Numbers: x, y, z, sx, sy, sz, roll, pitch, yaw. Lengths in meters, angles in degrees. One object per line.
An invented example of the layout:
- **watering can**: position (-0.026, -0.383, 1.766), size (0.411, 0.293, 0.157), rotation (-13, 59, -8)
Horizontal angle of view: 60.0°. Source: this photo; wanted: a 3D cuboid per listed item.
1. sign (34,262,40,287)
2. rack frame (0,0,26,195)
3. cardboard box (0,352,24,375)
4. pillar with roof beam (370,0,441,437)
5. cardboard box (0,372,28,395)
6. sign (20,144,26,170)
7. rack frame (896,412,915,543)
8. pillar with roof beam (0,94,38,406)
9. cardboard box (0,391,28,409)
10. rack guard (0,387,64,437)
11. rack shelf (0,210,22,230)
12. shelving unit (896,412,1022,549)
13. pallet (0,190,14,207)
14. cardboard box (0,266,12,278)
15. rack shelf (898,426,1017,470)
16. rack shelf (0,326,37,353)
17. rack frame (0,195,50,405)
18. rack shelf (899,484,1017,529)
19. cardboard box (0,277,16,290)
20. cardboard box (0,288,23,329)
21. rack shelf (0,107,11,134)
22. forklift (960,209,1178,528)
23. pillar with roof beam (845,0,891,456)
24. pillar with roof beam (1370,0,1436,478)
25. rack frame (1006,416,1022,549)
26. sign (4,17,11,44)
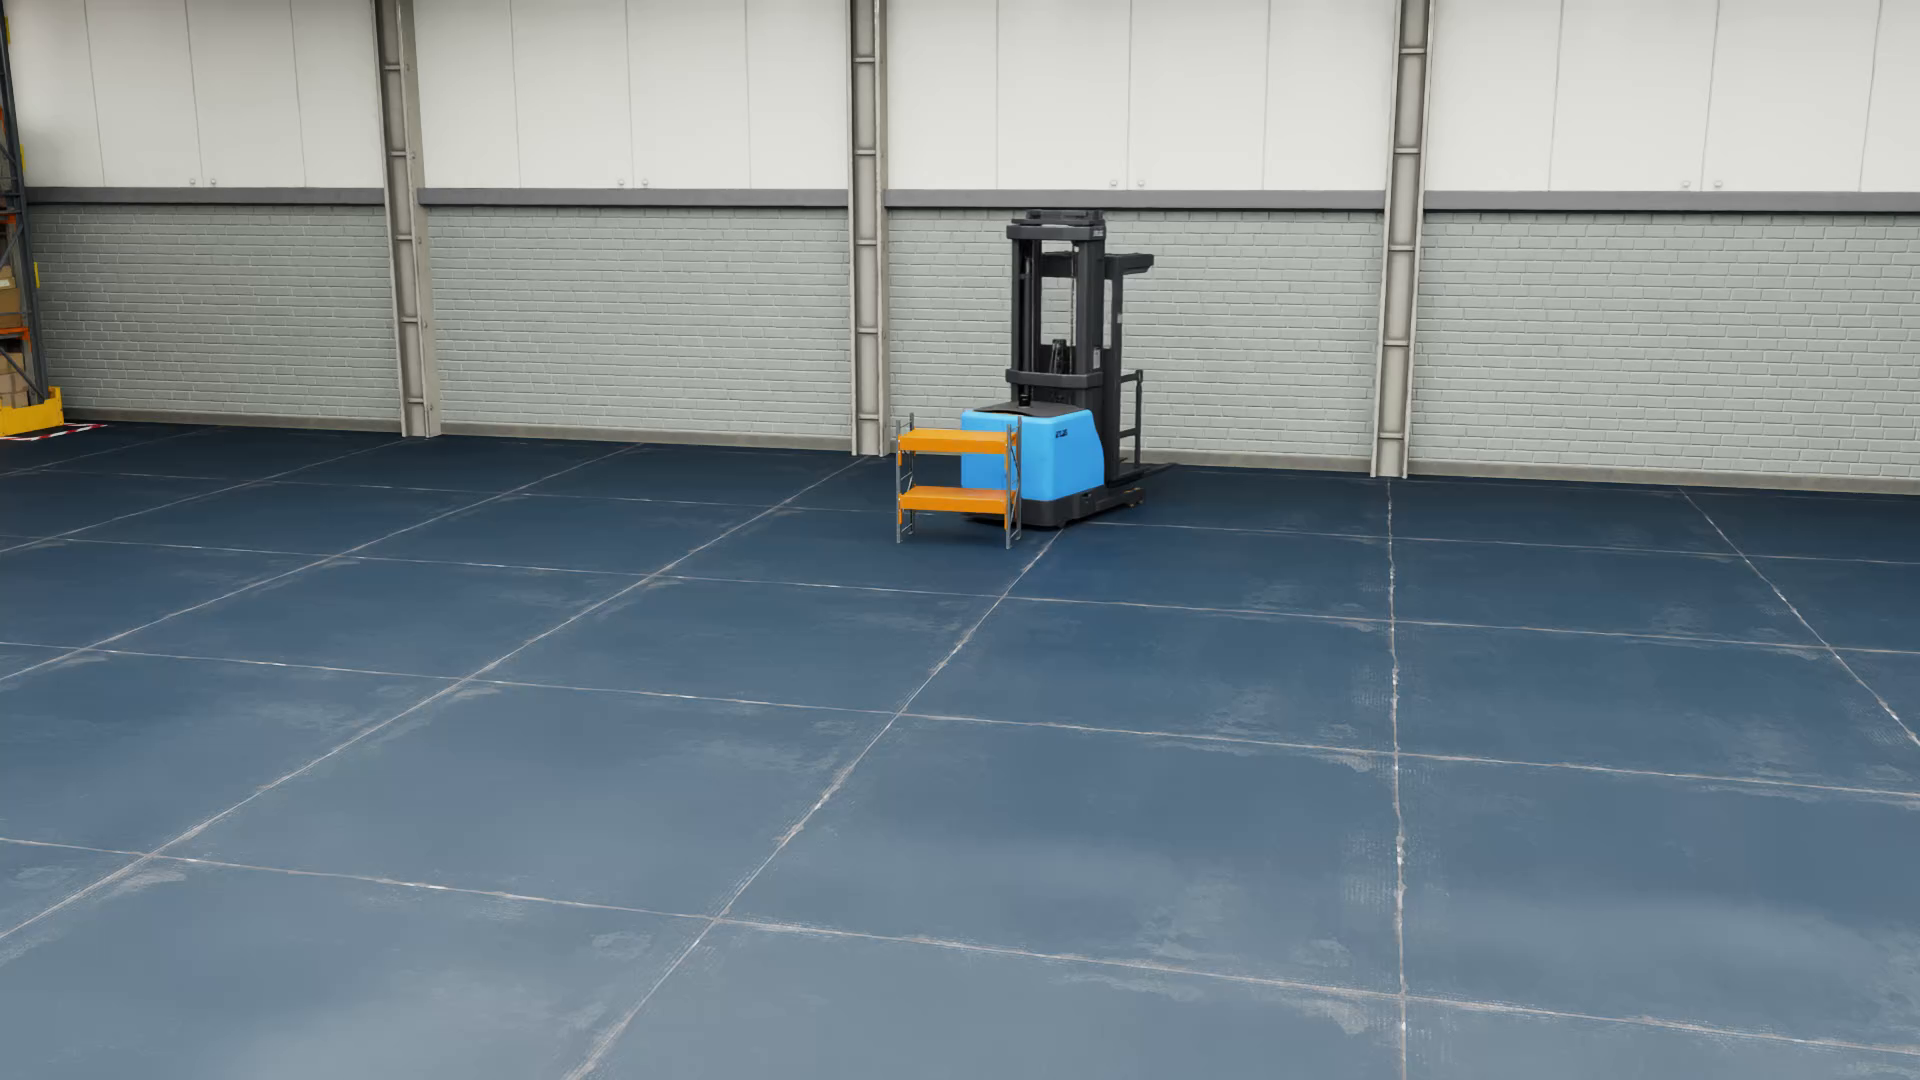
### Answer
- **sign**: position (-12.112, -3.472, 21.775), size (0.005, 0.325, 0.100), rotation (3, 13, 14)
- **rack frame**: position (-12.251, -5.823, 20.703), size (0.127, 3.000, 1.000), rotation (3, 13, 14)
- **cardboard box**: position (-12.672, -2.310, 21.789), size (0.500, 0.250, 0.500), rotation (3, 13, 13)
- **pillar with roof beam**: position (-7.917, -4.832, 16.236), size (0.400, 9.000, 9.100), rotation (3, 13, 14)
- **cardboard box**: position (-12.658, -2.069, 21.858), size (0.500, 0.250, 0.500), rotation (3, 13, 15)
- **sign**: position (-12.112, -4.940, 21.449), size (0.005, 0.325, 0.100), rotation (3, 13, 14)
- **rack frame**: position (-0.500, -0.576, 15.232), size (0.032, 1.125, 0.500), rotation (3, 13, 14)
- **pillar with roof beam**: position (-13.742, -5.143, 17.640), size (0.400, 9.000, 9.100), rotation (3, 13, 14)
- **cardboard box**: position (-12.681, -1.823, 21.905), size (0.500, 0.250, 0.500), rotation (3, 13, 14)
- **rack guard**: position (-12.228, -1.672, 21.618), size (0.348, 0.500, 1.175), rotation (3, 13, 14)
- **rack shelf**: position (-14.193, -4.111, 21.574), size (4.000, 0.370, 1.077), rotation (3, 13, 14)
- **shelving unit**: position (-0.007, -0.549, 15.113), size (1.048, 1.125, 0.538), rotation (3, 13, 14)
- **pallet**: position (-12.931, -4.357, 21.227), size (1.213, 0.211, 1.003), rotation (3, 13, 14)
- **cardboard box**: position (-12.526, -3.467, 21.521), size (0.250, 0.149, 0.380), rotation (3, 13, 12)
- **rack shelf**: position (-0.007, -0.835, 15.050), size (1.000, 0.278, 0.538), rotation (3, 13, 14)
- **rack shelf**: position (-14.193, -2.647, 21.899), size (4.000, 0.370, 1.077), rotation (3, 13, 14)
- **rack frame**: position (-12.251, -2.894, 21.353), size (0.127, 3.000, 1.000), rotation (3, 13, 14)
- **rack shelf**: position (-0.007, -0.311, 15.166), size (1.000, 0.278, 0.538), rotation (3, 13, 14)
- **cardboard box**: position (-12.518, -3.332, 21.597), size (0.250, 0.149, 0.380), rotation (3, 13, 12)
- **cardboard box**: position (-12.665, -3.027, 21.721), size (0.500, 0.500, 0.500), rotation (3, 13, 15)
- **rack shelf**: position (-14.193, -5.380, 21.292), size (4.000, 0.370, 1.077), rotation (3, 13, 14)
- **forklift**: position (1.234, -1.814, 16.642), size (1.130, 2.935, 3.031), rotation (8, 15, 33)
- **pillar with roof beam**: position (-2.092, -4.520, 14.833), size (0.400, 9.000, 9.100), rotation (3, 13, 14)
- **pillar with roof beam**: position (3.733, -4.209, 13.429), size (0.400, 9.000, 9.100), rotation (3, 13, 14)
- **rack frame**: position (0.487, -0.523, 14.995), size (0.032, 1.125, 0.500), rotation (3, 13, 14)
- **sign**: position (-12.112, -6.473, 21.109), size (0.005, 0.325, 0.100), rotation (3, 13, 14)
